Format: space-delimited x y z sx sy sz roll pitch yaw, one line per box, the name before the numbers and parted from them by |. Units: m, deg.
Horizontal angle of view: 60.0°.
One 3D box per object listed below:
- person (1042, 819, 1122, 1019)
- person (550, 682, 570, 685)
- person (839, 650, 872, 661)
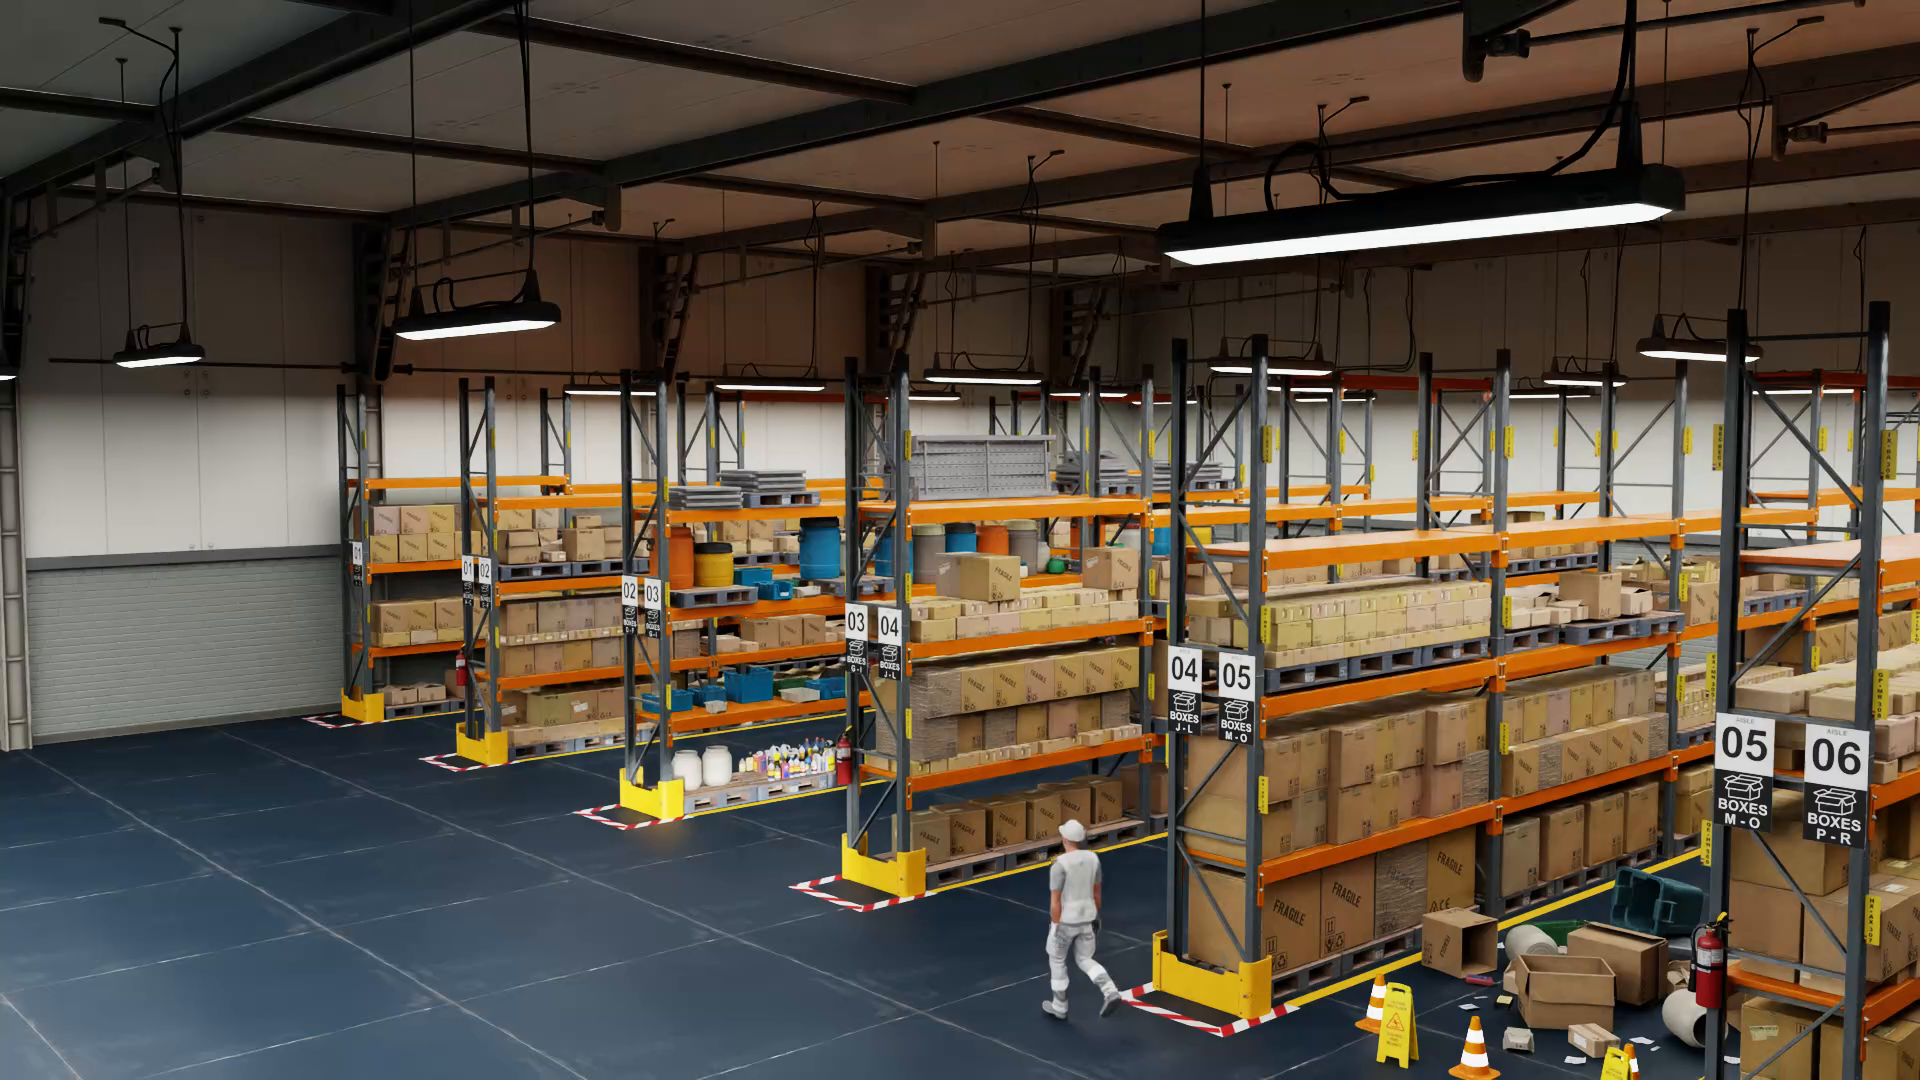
person | 1.033 3.320 14.467 0.558 1.771 0.826 -3 5 -37
person | -7.304 2.297 30.108 0.465 1.761 0.570 -2 4 -30
person | -2.164 1.906 35.332 0.463 1.365 1.008 3 5 35
